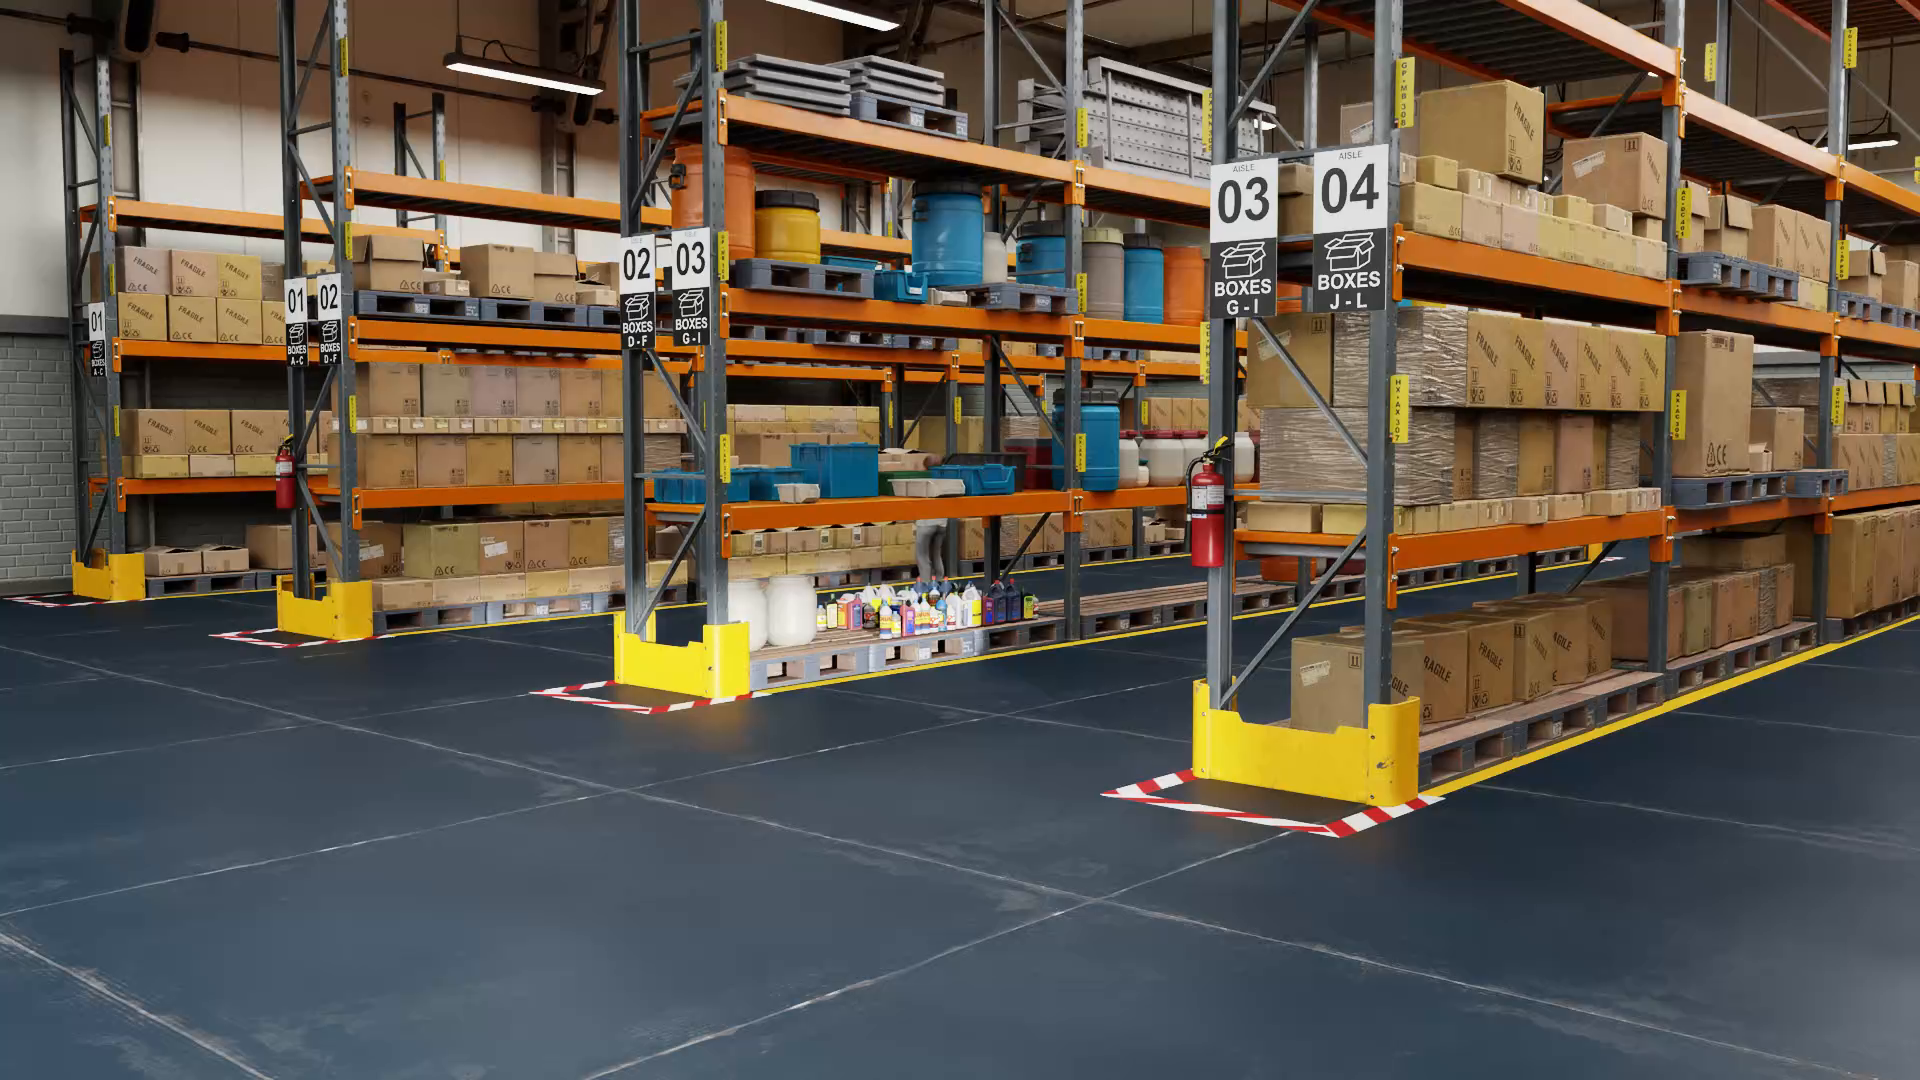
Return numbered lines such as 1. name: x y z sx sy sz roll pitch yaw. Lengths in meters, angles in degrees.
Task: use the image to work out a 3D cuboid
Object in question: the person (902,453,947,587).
1. person: -0.378 -0.131 17.877 0.499 1.576 0.404 3 5 42
